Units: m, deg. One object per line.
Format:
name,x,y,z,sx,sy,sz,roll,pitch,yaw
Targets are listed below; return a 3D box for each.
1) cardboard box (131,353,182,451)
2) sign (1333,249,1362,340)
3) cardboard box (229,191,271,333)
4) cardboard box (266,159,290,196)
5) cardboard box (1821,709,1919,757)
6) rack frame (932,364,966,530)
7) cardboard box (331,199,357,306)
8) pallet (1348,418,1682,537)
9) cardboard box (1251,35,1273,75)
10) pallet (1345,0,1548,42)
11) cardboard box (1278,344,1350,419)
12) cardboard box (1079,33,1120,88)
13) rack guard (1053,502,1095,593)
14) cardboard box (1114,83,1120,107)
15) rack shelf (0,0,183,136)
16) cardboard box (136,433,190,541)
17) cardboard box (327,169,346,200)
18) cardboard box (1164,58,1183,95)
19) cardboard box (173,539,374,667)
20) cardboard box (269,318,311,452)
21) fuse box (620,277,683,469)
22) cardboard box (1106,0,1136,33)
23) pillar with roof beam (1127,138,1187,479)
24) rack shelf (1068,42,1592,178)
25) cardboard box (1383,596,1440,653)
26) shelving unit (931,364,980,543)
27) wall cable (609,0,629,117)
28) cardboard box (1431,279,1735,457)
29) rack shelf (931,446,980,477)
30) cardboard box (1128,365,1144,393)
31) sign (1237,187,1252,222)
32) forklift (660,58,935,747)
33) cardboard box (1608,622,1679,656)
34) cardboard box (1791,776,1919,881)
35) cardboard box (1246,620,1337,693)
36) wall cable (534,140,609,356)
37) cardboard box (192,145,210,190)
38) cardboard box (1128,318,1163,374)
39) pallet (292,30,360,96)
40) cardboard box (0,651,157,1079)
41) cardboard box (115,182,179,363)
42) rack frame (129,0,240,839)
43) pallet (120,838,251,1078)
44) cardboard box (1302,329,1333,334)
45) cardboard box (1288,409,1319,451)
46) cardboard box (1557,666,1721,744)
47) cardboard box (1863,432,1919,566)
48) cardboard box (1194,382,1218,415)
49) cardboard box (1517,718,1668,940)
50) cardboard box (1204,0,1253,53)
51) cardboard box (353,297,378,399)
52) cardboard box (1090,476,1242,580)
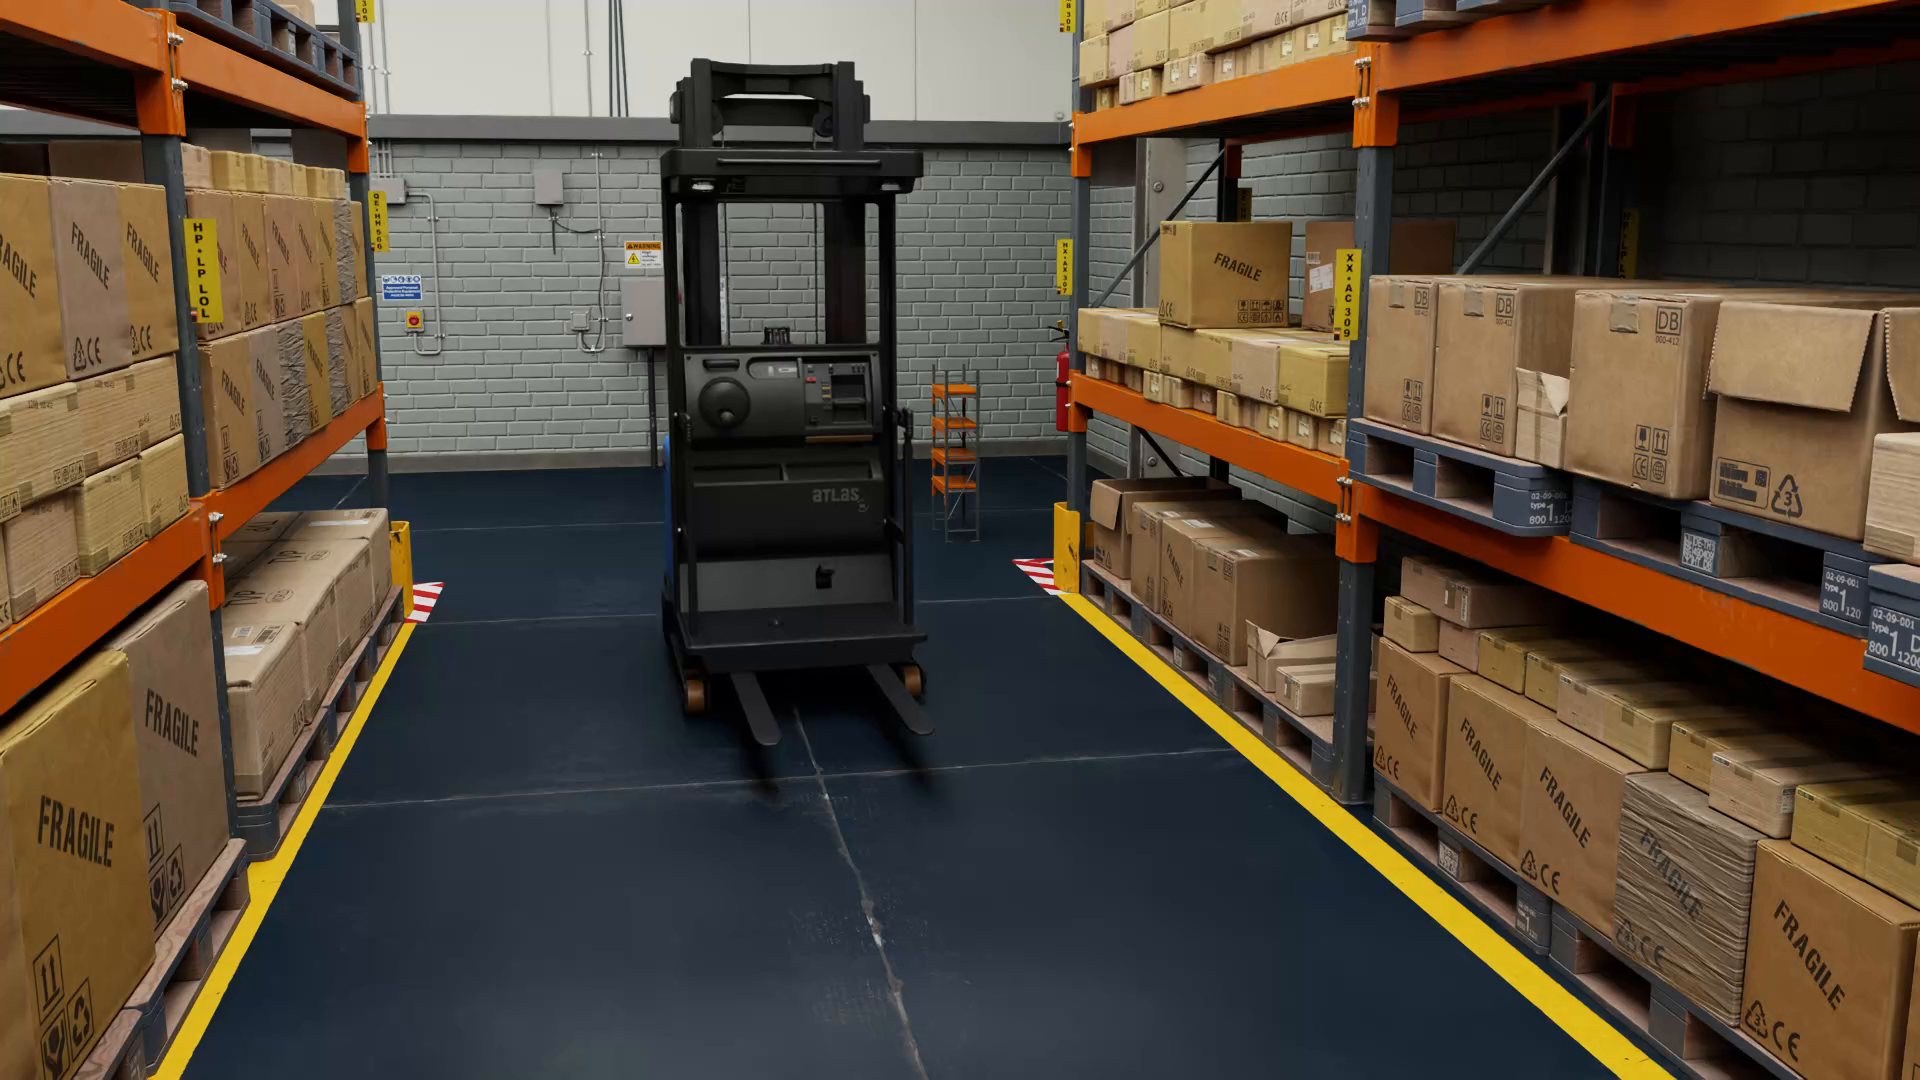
cardboard box,-2.608,-0.401,4.848,0.500,0.250,0.500,-2,11,-11
sign,1.405,-0.887,6.019,0.100,0.325,0.005,-2,11,-11
cardboard box,-2.879,-1.031,6.149,0.500,0.500,0.500,-2,11,-12
cardboard box,-3.017,-1.508,6.920,0.380,0.149,0.250,-2,11,-11
cardboard box,2.603,0.561,4.556,0.380,0.149,0.250,-3,11,-13
rack frame,-0.080,-0.665,11.979,0.240,1.200,0.015,-2,11,-11
cardboard box,-3.252,-1.401,8.093,0.500,0.500,0.500,-2,11,-11
pallet,1.984,-0.238,5.438,1.003,0.211,1.213,-2,11,-11
cardboard box,1.445,-2.028,6.978,0.380,0.149,0.250,-2,11,-11
pallet,1.994,-1.742,5.306,1.213,0.211,1.003,-2,11,-11
cardboard box,1.598,-0.640,6.641,0.500,0.250,0.500,-2,11,-10
cardboard box,0.976,-2.671,9.291,0.500,0.250,0.500,-2,11,-12
rack guard,1.173,0.025,10.226,1.175,0.500,0.348,-2,11,-11
cardboard box,1.069,-2.452,9.209,0.380,0.149,0.250,-2,11,-10
rack shelf,-2.543,-1.055,3.118,1.077,0.370,4.000,-2,11,-11
cardboard box,-2.598,-0.155,4.889,0.500,0.250,0.500,-2,11,-12
cardboard box,-3.238,-1.746,8.169,0.380,0.149,0.250,-2,11,-12
cardboard box,1.195,-2.215,7.961,0.380,0.149,0.250,-2,11,-11
cardboard box,-3.297,0.302,7.816,0.875,0.438,0.875,-2,11,-9
cardboard box,-2.951,-0.630,6.718,0.500,0.500,0.500,-2,11,-11
fuse box,-2.741,-1.485,14.923,0.539,1.711,0.414,-2,11,-11
cardboard box,1.078,-2.824,8.755,0.500,0.250,0.500,-2,11,-11
pillar with roof beam,-2.705,-4.534,11.452,9.100,9.000,0.400,-2,11,-11
rack shelf,1.547,-1.970,7.925,1.077,0.370,4.000,-2,11,-11
cardboard box,1.745,0.296,5.948,0.380,0.149,0.250,-2,11,-8
shelving unit,-0.032,-0.620,11.744,0.258,1.200,0.503,-2,11,-11
wall cable,-1.615,-5.155,14.613,2.988,3.039,0.133,-2,11,-11
cardboard box,1.911,-0.546,5.154,0.700,0.500,0.500,-2,11,-10
rack shelf,-0.032,-0.554,11.756,0.258,0.148,0.480,-2,11,-11
cardboard box,1.122,-0.882,8.981,0.380,0.149,0.250,-2,11,-9
sign,1.706,-1.957,10.014,0.100,0.325,0.005,-2,11,-11
forklift,-0.782,-0.724,7.662,1.130,2.935,3.031,-3,11,-13
cardboard box,2.402,0.370,5.560,0.380,0.149,0.250,-2,11,-10
cardboard box,2.222,0.678,3.940,0.380,0.149,0.250,-2,11,-12
cardboard box,1.470,0.497,7.252,0.396,0.266,0.258,-2,11,-9
wall cable,-3.441,-2.621,14.729,0.588,1.984,0.122,-2,11,-11
cardboard box,-2.805,-1.274,5.693,0.380,0.149,0.250,-2,11,-10
cardboard box,1.182,-1.011,8.589,0.500,0.250,0.500,-2,11,-12
pallet,-3.556,-2.330,8.128,1.003,0.211,1.213,-2,11,-11
cardboard box,-2.550,0.812,3.967,0.875,0.875,0.875,-2,11,-9
cardboard box,-2.599,-0.769,4.773,0.500,0.500,0.500,-2,11,-9
rack frame,-2.932,-0.302,5.259,1.000,3.000,0.127,-2,11,-11
pallet,-2.708,1.207,4.790,1.003,0.211,1.213,-2,11,-11
cardboard box,1.902,-0.842,7.705,0.500,0.250,0.500,-2,11,-10
cardboard box,1.554,-0.456,6.740,0.380,0.149,0.250,-2,11,-9
cardboard box,2.014,0.487,4.941,0.380,0.149,0.250,-2,11,-11
cardboard box,2.191,-0.064,3.286,0.500,0.250,0.500,-3,11,-14
cardboard box,1.344,-0.692,7.983,0.380,0.149,0.250,-2,11,-11
cardboard box,2.015,0.825,4.903,0.500,0.500,0.500,-2,11,-13
cardboard box,1.397,-2.297,7.328,0.500,0.250,0.500,-2,11,-10
cardboard box,-3.357,-1.005,8.690,0.500,0.500,0.500,-2,11,-11
cardboard box,1.184,-0.081,9.652,0.797,0.503,0.637,-3,11,-13
